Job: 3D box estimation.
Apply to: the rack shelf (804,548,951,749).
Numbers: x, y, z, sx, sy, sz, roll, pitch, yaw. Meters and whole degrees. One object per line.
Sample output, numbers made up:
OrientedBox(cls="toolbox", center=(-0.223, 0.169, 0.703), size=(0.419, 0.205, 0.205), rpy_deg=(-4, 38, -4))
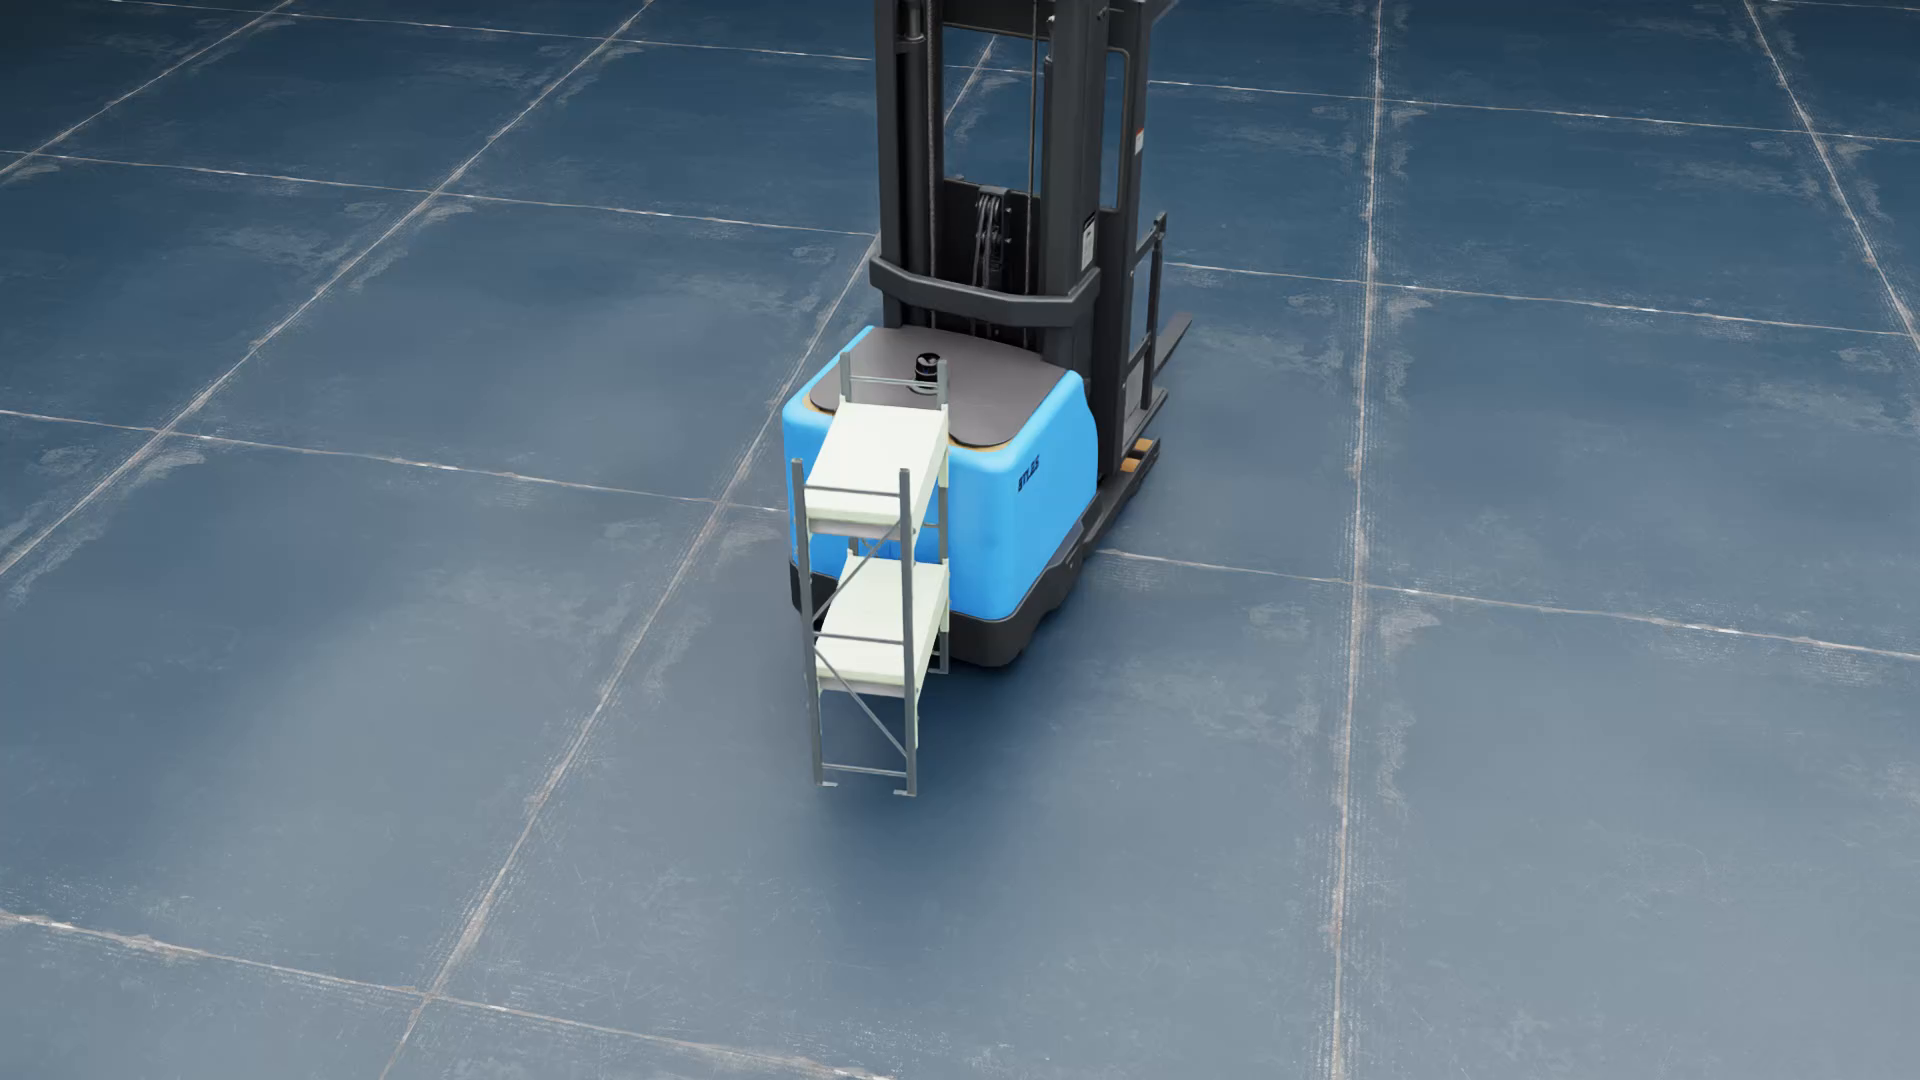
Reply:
OrientedBox(cls="rack shelf", center=(-0.306, 0.410, 6.462), size=(0.431, 0.370, 0.720), rpy_deg=(6, 36, 8))

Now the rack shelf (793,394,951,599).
OrientedBox(cls="rack shelf", center=(-0.306, -0.170, 6.042), size=(0.431, 0.370, 0.720), rpy_deg=(6, 36, 8))

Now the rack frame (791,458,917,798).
OrientedBox(cls="rack frame", center=(-0.365, 0.358, 5.979), size=(0.400, 1.500, 0.023), rpy_deg=(6, 36, 8))

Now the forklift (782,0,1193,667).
OrientedBox(cls="forklift", center=(0.338, -1.516, 7.344), size=(1.130, 2.935, 3.031), rpy_deg=(15, 39, 20))

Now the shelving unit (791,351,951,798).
OrientedBox(cls="shelving unit", center=(-0.306, 0.146, 6.271), size=(0.431, 1.500, 0.755), rpy_deg=(6, 36, 8))

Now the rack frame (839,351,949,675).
OrientedBox(cls="rack frame", center=(-0.246, -0.066, 6.563), size=(0.400, 1.500, 0.023), rpy_deg=(6, 36, 8))
